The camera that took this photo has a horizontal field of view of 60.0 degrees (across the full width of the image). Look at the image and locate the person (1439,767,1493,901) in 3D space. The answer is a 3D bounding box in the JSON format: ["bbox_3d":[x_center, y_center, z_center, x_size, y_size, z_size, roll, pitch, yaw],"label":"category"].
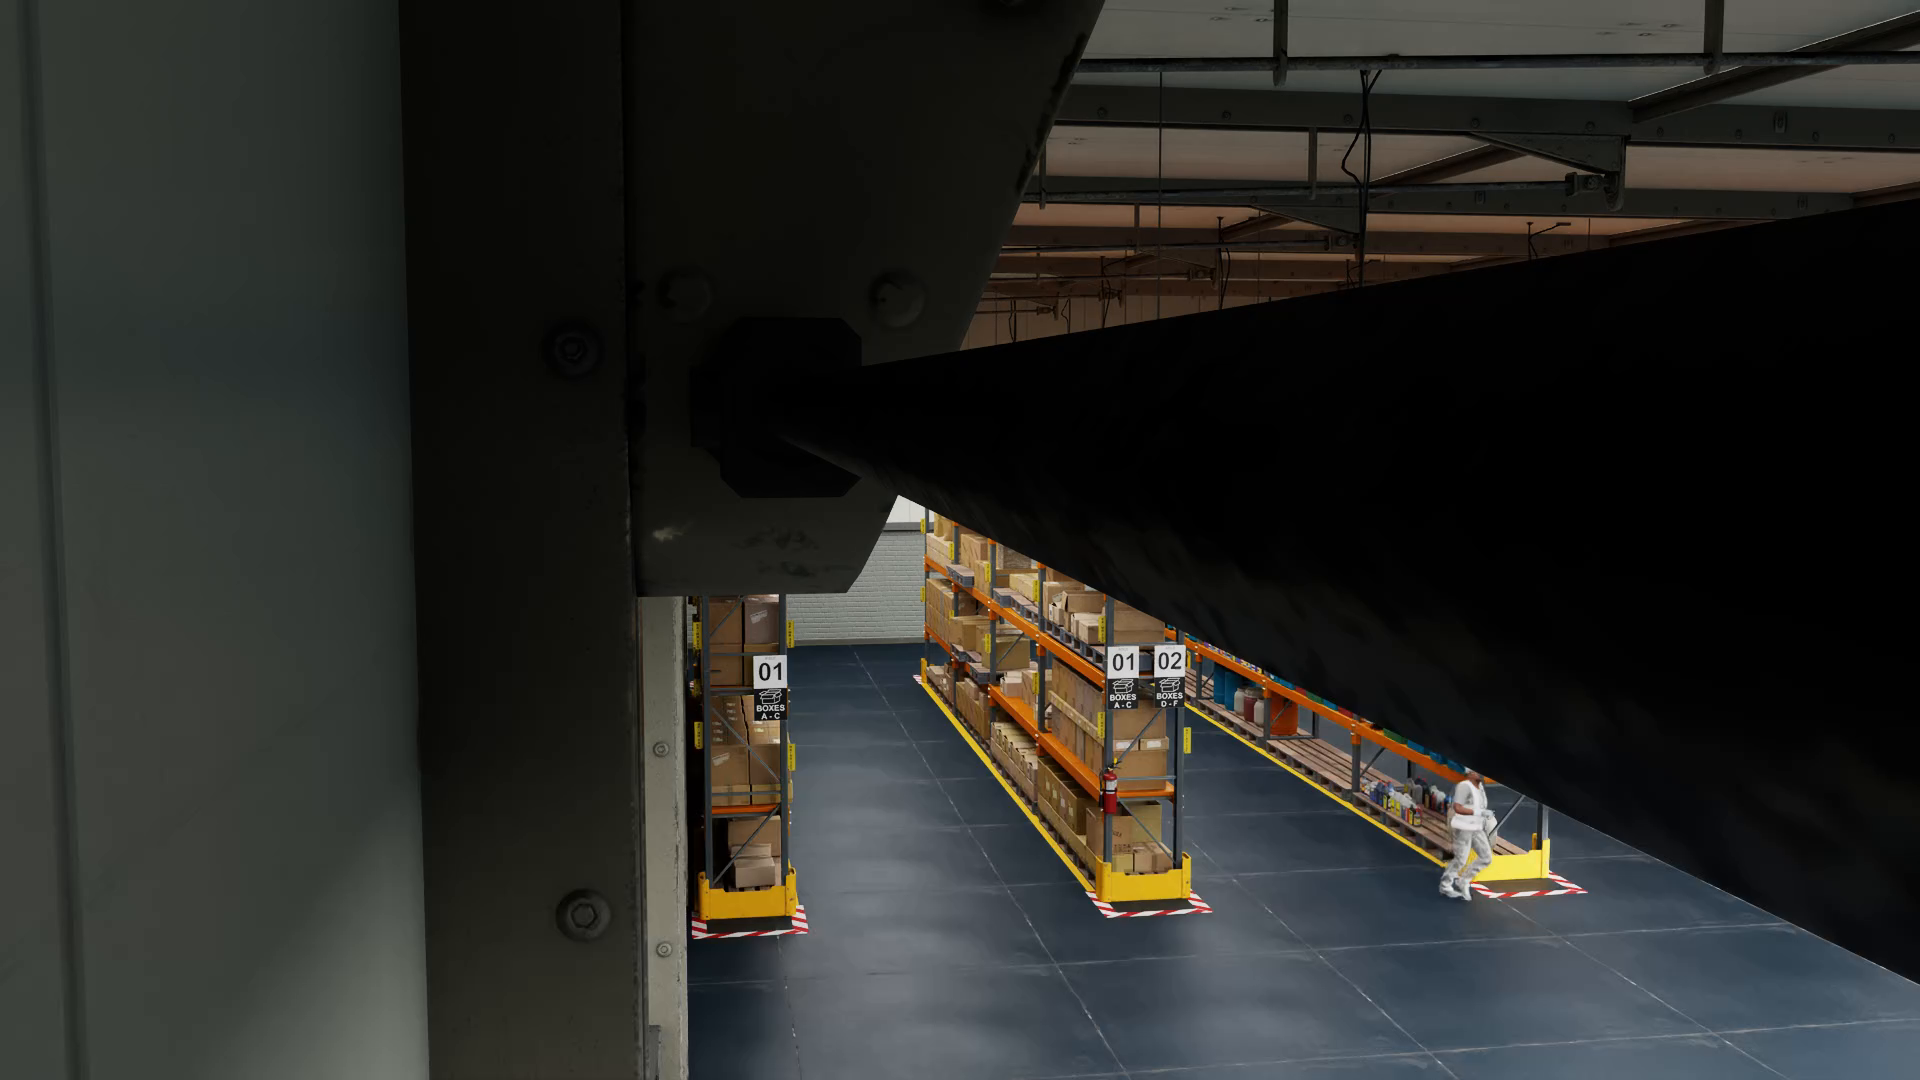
[{"bbox_3d":[6.413,3.633,20.794,0.683,1.780,0.678,-5,7,-42],"label":"person"}]
